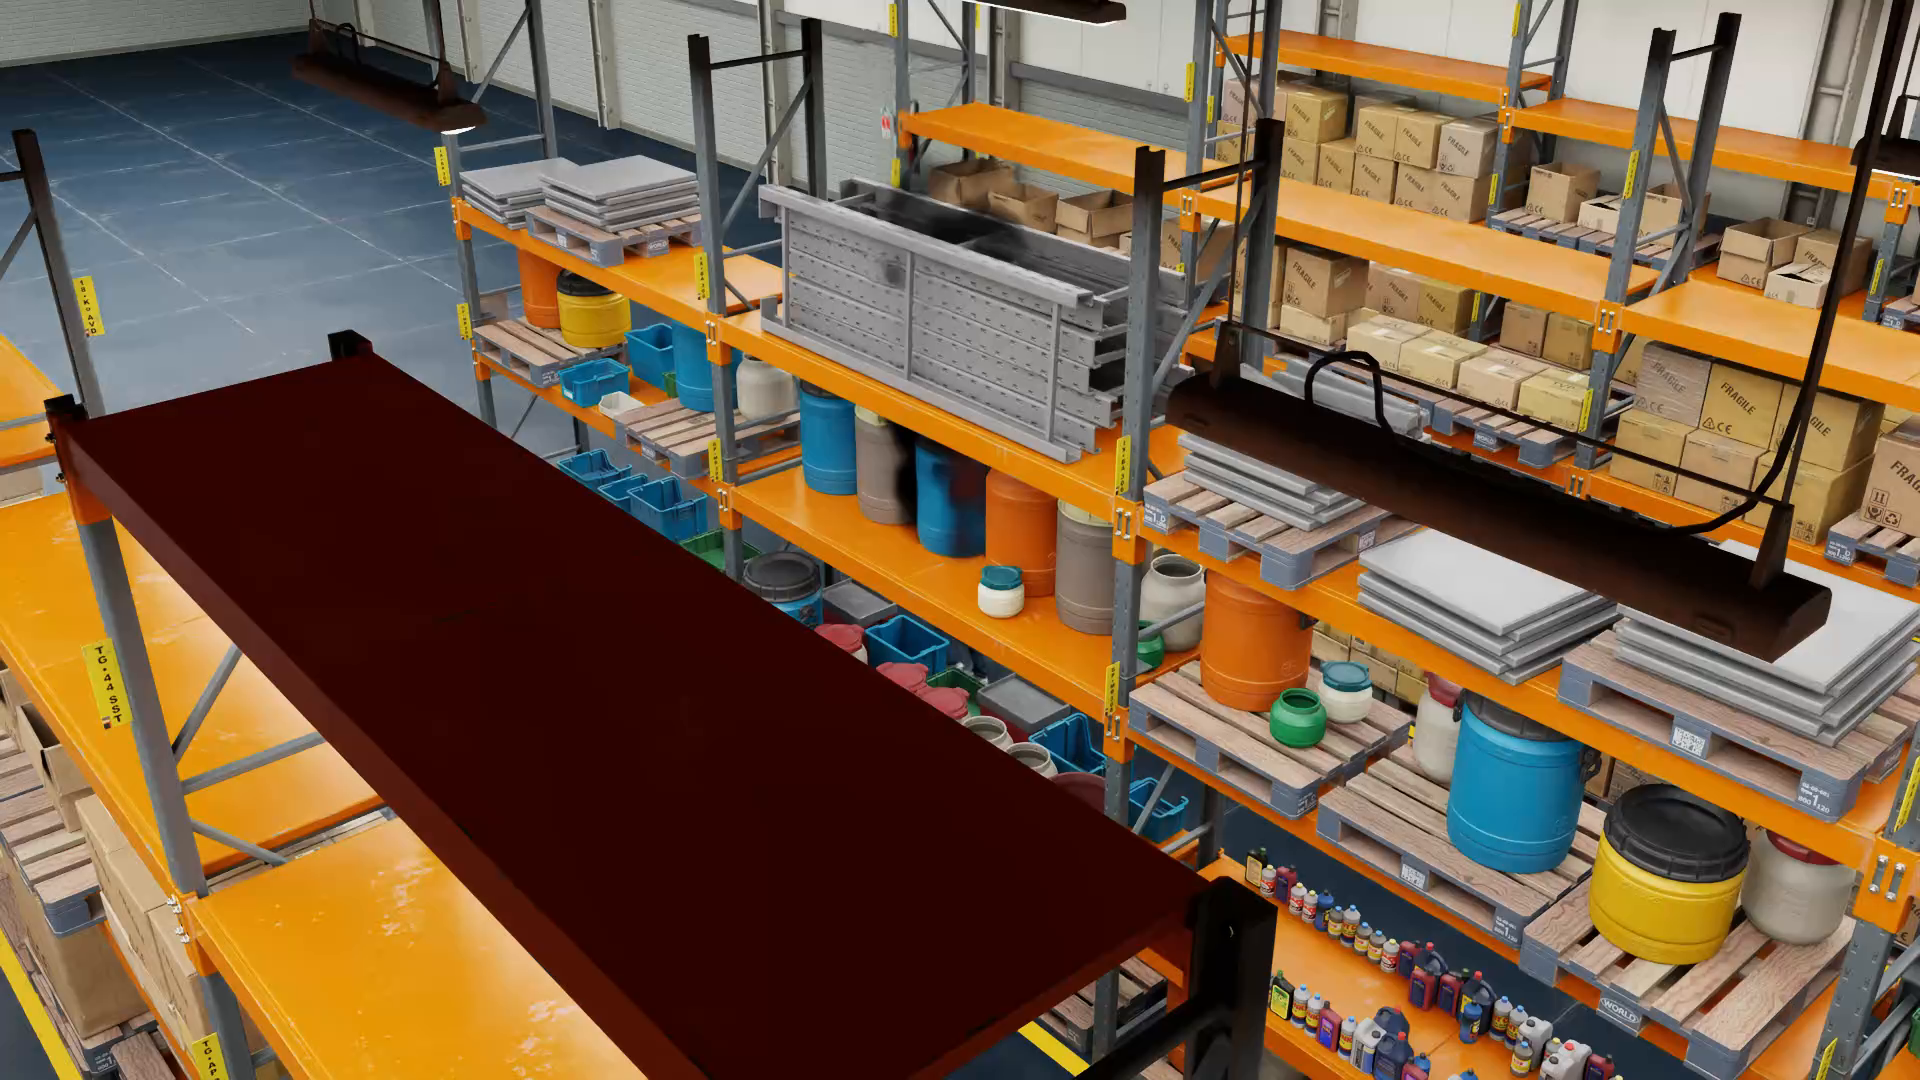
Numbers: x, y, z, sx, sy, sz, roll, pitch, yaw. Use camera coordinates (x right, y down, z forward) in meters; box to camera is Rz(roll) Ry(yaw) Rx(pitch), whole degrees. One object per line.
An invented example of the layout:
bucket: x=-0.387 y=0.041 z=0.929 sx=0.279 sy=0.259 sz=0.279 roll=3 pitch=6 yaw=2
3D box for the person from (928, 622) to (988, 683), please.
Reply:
person: x=-0.023 y=0.548 z=14.725 sx=0.644 sy=1.578 sz=0.510 roll=20 pitch=33 yaw=34

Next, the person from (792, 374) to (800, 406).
person: x=-1.845 y=-2.143 z=19.871 sx=0.682 sy=1.851 sz=0.683 roll=-3 pitch=27 yaw=-7
